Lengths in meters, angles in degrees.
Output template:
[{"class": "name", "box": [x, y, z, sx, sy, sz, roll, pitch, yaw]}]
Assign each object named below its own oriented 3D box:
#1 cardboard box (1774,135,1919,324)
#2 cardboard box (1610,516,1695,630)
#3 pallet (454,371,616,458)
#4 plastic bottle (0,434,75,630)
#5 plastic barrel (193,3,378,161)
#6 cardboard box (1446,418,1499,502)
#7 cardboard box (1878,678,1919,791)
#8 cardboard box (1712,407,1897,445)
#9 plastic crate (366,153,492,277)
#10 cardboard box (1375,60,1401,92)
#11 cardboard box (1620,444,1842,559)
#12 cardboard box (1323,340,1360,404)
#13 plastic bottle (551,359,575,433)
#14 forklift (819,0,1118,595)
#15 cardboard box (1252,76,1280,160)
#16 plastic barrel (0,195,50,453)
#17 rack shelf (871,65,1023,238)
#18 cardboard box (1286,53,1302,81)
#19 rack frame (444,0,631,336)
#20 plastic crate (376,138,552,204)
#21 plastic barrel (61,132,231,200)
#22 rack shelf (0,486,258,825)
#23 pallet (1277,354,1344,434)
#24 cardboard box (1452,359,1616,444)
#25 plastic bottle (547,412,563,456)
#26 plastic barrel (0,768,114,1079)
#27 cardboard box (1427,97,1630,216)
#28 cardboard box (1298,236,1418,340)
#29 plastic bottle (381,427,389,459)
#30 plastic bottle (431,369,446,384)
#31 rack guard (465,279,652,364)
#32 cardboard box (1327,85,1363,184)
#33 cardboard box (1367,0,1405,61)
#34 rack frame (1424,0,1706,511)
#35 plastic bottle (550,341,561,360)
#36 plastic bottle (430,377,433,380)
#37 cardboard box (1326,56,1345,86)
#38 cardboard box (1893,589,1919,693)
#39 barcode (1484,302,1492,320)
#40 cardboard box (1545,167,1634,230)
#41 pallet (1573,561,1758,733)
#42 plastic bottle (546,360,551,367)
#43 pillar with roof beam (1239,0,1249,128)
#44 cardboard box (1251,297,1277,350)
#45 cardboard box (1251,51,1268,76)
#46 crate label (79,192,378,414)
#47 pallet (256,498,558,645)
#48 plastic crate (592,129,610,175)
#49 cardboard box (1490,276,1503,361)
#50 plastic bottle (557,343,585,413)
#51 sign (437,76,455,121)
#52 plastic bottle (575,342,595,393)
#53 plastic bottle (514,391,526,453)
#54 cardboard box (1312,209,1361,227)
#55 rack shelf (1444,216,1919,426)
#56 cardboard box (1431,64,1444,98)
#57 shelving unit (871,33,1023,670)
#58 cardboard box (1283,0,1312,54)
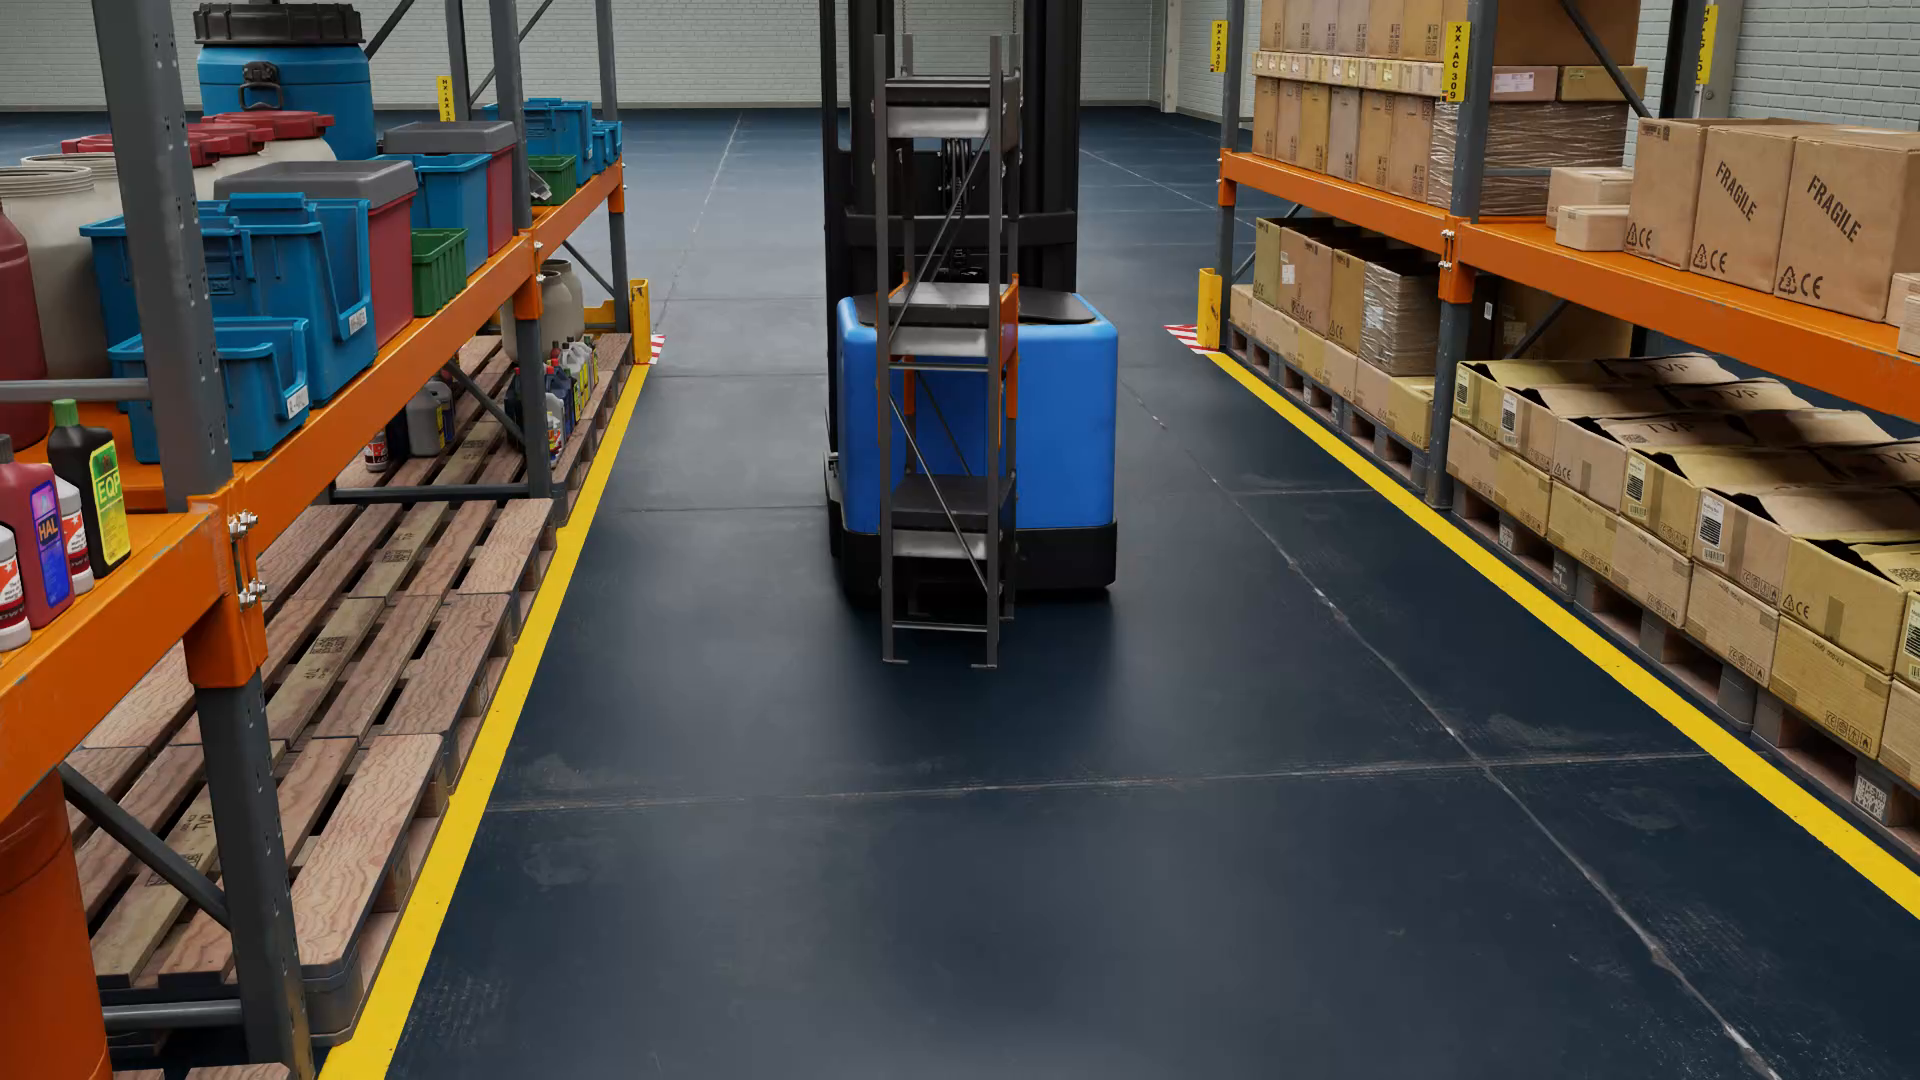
[{"class": "cardboard box", "box": [2.879, -0.953, 5.037, 0.500, 0.500, 0.500, -3, 18, -9]}, {"class": "cardboard box", "box": [2.610, 0.100, 5.740, 0.500, 0.250, 0.500, -1, 17, -5]}, {"class": "pallet", "box": [-2.428, -0.681, 8.993, 1.003, 0.211, 1.213, -2, 18, -6]}, {"class": "plastic bottle", "box": [-1.369, -0.022, 2.434, 0.061, 0.283, 0.133, -2, 18, -6]}, {"class": "plastic barrel", "box": [-2.533, -1.560, 6.302, 0.600, 0.901, 0.708, -2, 18, -6]}, {"class": "cardboard box", "box": [2.451, -0.358, 7.199, 0.500, 0.250, 0.500, -2, 18, -7]}, {"class": "cardboard box", "box": [2.772, 0.557, 4.286, 0.500, 0.250, 0.500, -1, 17, -4]}, {"class": "cardboard box", "box": [3.092, -0.338, 6.199, 0.500, 0.311, 0.500, -2, 18, -6]}, {"class": "plastic crate", "box": [-1.848, -1.119, 5.760, 0.392, 0.384, 0.575, -2, 18, -6]}, {"class": "cardboard box", "box": [2.312, -2.332, 8.348, 0.380, 0.149, 0.250, -2, 18, -6]}, {"class": "cardboard box", "box": [2.611, -0.165, 5.647, 0.500, 0.311, 0.500, -1, 17, -4]}, {"class": "cardboard box", "box": [2.283, -0.915, 8.974, 0.500, 0.250, 0.500, -2, 18, -6]}, {"class": "plastic bottle", "box": [-1.961, -0.701, 8.091, 0.144, 0.351, 0.185, -3, 18, -8]}, {"class": "forklift", "box": [-0.065, -1.586, 7.336, 1.130, 2.935, 3.031, -2, 18, -6]}, {"class": "cardboard box", "box": [2.279, -2.697, 10.594, 0.700, 0.500, 0.500, -2, 18, -6]}, {"class": "plastic barrel", "box": [-2.208, -0.448, 3.368, 0.600, 0.536, 0.708, -2, 18, -6]}, {"class": "rack shelf", "box": [-0.034, -1.291, 5.493, 0.431, 0.518, 0.480, 3, 18, 8]}, {"class": "cardboard box", "box": [2.148, -2.795, 9.821, 0.380, 0.149, 0.250, -2, 18, -6]}, {"class": "rack frame", "box": [-2.684, -2.637, 10.570, 1.000, 3.000, 0.127, -2, 18, -6]}, {"class": "plastic crate", "box": [-2.199, -1.576, 7.292, 0.767, 0.338, 0.504, -2, 18, -6]}, {"class": "plastic barrel", "box": [-2.270, -0.871, 4.717, 0.433, 0.535, 0.433, 0, 17, 0]}, {"class": "rack shelf", "box": [-1.652, 0.685, 1.187, 1.077, 0.370, 4.000, -2, 18, -6]}, {"class": "pallet", "box": [2.487, -0.870, 9.594, 1.003, 0.211, 1.213, -2, 18, -6]}, {"class": "cardboard box", "box": [2.451, -0.623, 7.106, 0.500, 0.311, 0.500, -2, 18, -5]}, {"class": "plastic bottle", "box": [-1.889, -0.489, 7.665, 0.097, 0.201, 0.097, 0, 17, 0]}, {"class": "plastic barrel", "box": [-1.791, 0.726, 2.777, 0.600, 0.830, 0.708, -2, 18, -6]}, {"class": "cardboard box", "box": [2.604, -1.777, 7.663, 0.700, 0.500, 0.500, -2, 18, -7]}, {"class": "cardboard box", "box": [2.230, -1.422, 9.336, 0.500, 0.500, 0.500, -2, 18, -6]}, {"class": "plastic bottle", "box": [-2.649, -0.493, 7.539, 0.061, 0.283, 0.133, -1, 17, -3]}, {"class": "plastic bottle", "box": [-2.578, -0.707, 8.221, 0.061, 0.283, 0.133, -2, 18, -6]}, {"class": "rack guard", "box": [-2.629, -1.423, 10.877, 1.175, 0.500, 0.348, -2, 18, -6]}, {"class": "cardboard box", "box": [2.441, -2.236, 9.125, 0.700, 0.500, 0.500, -1, 17, -4]}, {"class": "cardboard box", "box": [2.500, -2.696, 8.423, 0.700, 0.500, 0.500, -2, 18, -6]}, {"class": "rack frame", "box": [2.656, -1.597, 7.258, 1.000, 3.000, 0.127, -2, 18, -6]}, {"class": "plastic bottle", "box": [-2.165, -0.938, 8.958, 0.061, 0.283, 0.133, -2, 18, -6]}, {"class": "plastic bottle", "box": [-2.690, -0.741, 8.342, 0.152, 0.276, 0.135, -1, 17, -5]}, {"class": "cardboard box", "box": [2.227, -2.565, 9.089, 0.380, 0.149, 0.250, -2, 18, -5]}, {"class": "cardboard box", "box": [2.770, 0.290, 4.199, 0.500, 0.311, 0.500, -1, 17, -4]}, {"class": "barcode", "box": [2.268, -0.984, 7.139, 0.001, 0.075, 0.075, -2, 18, -6]}, {"class": "cardboard box", "box": [2.750, -1.381, 6.817, 0.500, 0.250, 0.500, -1, 17, -2]}, {"class": "pallet", "box": [2.900, 0.316, 5.819, 1.003, 0.211, 1.213, -2, 18, -6]}, {"class": "plastic bottle", "box": [-2.167, -0.852, 8.820, 0.097, 0.201, 0.097, 0, 17, 0]}, {"class": "pillar with roof beam", "box": [1.346, -12.641, 32.419, 9.100, 9.000, 0.400, -2, 18, -6]}, {"class": "cardboard box", "box": [2.133, -1.362, 10.398, 0.500, 0.250, 0.500, -2, 18, -6]}, {"class": "cardboard box", "box": [2.070, -3.023, 10.548, 0.380, 0.149, 0.250, -2, 18, -6]}, {"class": "crate label", "box": [-1.692, -0.575, 3.942, 0.502, 0.435, 0.616, -2, 18, -6]}, {"class": "pallet", "box": [-2.152, 0.118, 6.450, 1.003, 0.211, 1.213, -2, 18, -6]}, {"class": "plastic crate", "box": [-2.273, -2.233, 9.530, 0.499, 0.251, 0.408, -2, 18, -6]}, {"class": "cardboard box", "box": [2.860, -1.140, 8.439, 0.500, 0.500, 0.500, -2, 18, -6]}, {"class": "plastic bottle", "box": [-2.005, -0.828, 8.494, 0.144, 0.351, 0.185, -2, 18, -6]}, {"class": "sign", "box": [-3.231, -2.754, 10.478, 0.100, 0.325, 0.005, -2, 18, -6]}, {"class": "plastic bottle", "box": [-2.060, -0.938, 8.970, 0.152, 0.276, 0.135, -2, 18, -5]}, {"class": "plastic bottle", "box": [-2.035, -0.560, 7.753, 0.061, 0.283, 0.133, -2, 18, -6]}, {"class": "cardboard box", "box": [2.595, -1.885, 10.811, 0.500, 0.500, 0.500, -2, 18, -6]}, {"class": "rack shelf", "box": [2.862, -0.658, 5.467, 1.077, 0.370, 4.000, -2, 18, -6]}, {"class": "cardboard box", "box": [2.391, -2.103, 7.617, 0.380, 0.149, 0.250, -2, 18, -7]}, {"class": "shelving unit", "box": [-0.034, -0.636, 5.698, 0.431, 2.100, 0.503, 3, 18, 8]}, {"class": "cardboard box", "box": [2.344, -3.144, 9.851, 0.700, 0.500, 0.500, -2, 18, -7]}]
